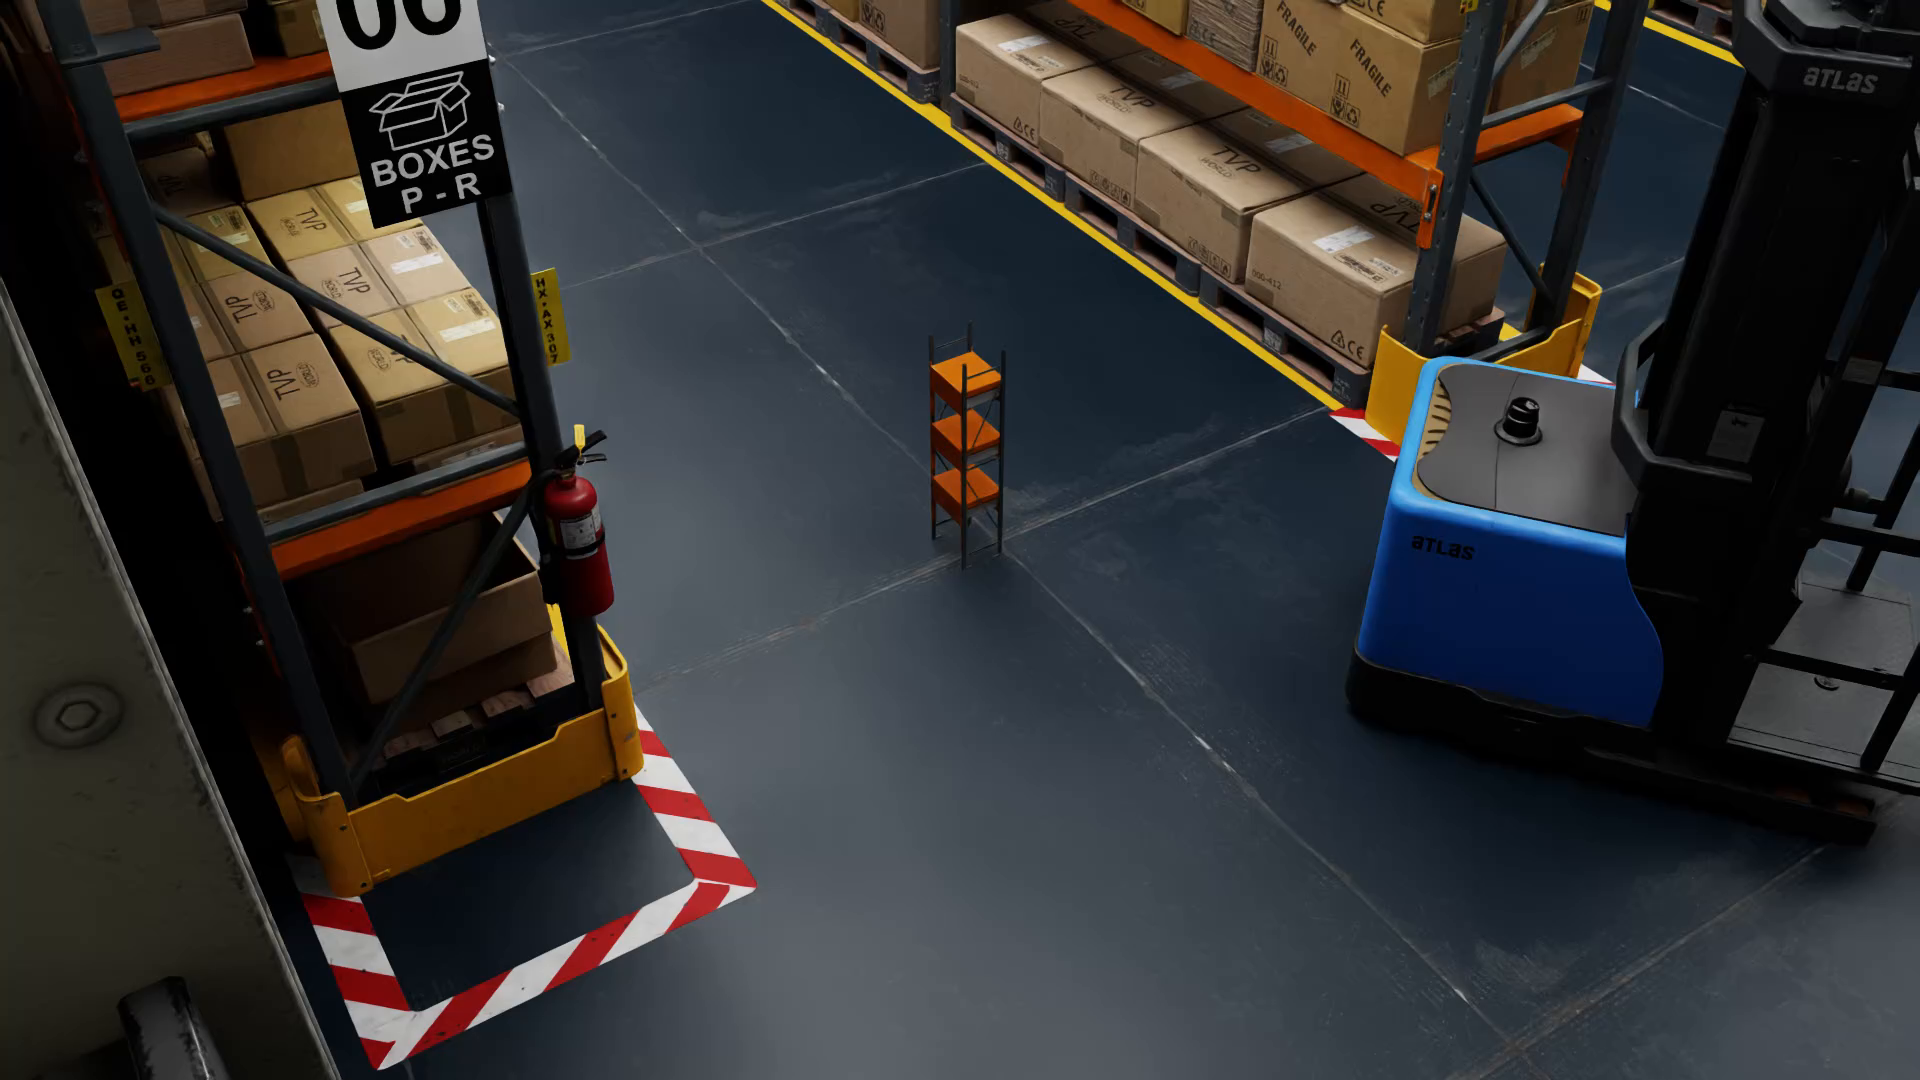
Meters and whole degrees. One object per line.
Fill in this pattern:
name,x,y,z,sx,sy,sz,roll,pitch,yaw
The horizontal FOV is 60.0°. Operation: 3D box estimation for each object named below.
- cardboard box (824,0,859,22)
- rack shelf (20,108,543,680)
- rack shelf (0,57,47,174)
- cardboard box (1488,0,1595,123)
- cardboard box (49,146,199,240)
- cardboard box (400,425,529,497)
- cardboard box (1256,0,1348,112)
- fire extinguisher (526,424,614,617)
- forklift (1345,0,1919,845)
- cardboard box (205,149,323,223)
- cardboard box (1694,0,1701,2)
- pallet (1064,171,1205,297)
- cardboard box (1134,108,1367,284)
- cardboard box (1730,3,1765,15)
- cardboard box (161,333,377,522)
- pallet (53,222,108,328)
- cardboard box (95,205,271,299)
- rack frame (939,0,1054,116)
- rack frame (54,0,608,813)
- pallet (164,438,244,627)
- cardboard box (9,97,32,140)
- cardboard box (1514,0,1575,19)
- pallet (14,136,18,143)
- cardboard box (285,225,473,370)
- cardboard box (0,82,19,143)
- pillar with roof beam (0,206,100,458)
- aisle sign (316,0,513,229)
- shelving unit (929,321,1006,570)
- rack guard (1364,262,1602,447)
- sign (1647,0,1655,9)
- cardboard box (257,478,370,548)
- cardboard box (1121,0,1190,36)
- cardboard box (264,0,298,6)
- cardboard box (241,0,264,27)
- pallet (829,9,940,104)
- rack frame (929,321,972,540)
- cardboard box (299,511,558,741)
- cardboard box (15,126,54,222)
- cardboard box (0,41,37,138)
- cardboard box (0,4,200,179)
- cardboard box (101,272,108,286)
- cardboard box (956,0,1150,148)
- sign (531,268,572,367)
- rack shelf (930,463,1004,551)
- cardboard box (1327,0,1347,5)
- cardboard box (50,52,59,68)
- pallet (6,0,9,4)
cardboard box,-0.566,-4.155,11.225,0.875,0.875,0.875,-21,44,-23
rack shelf,-2.780,-0.952,6.611,1.077,0.370,4.000,-22,45,-24
rack shelf,-4.931,-3.111,9.202,1.077,0.370,4.000,-22,45,-24
cardboard box,2.462,-2.256,7.536,0.500,0.500,0.500,-23,45,-25
cardboard box,-3.266,-1.457,6.540,0.500,0.250,0.500,-21,44,-23
cardboard box,-1.650,-0.324,5.492,0.380,0.149,0.250,-23,45,-25
cardboard box,1.739,-2.343,7.641,0.500,0.500,0.500,-23,45,-25
fire extinguisher,-1.236,-0.056,5.325,0.296,0.674,0.183,-22,45,-24
forklift,3.061,-0.424,5.469,3.031,2.935,1.130,13,42,15
cardboard box,-2.561,-1.356,6.419,0.500,0.250,0.500,-23,45,-25
cardboard box,5.103,-3.849,11.425,0.380,0.149,0.250,-23,45,-26
pallet,1.330,-1.851,9.306,1.003,0.211,1.213,-22,45,-24
cardboard box,1.540,-1.849,8.800,0.875,0.438,0.875,-21,44,-23
cardboard box,5.382,-3.572,11.092,0.380,0.149,0.250,-21,44,-24
cardboard box,-2.176,-0.362,5.227,0.500,0.250,0.500,-21,44,-23
pallet,-4.325,-1.662,9.080,1.003,0.211,1.213,-22,45,-24
cardboard box,-2.714,-0.910,5.884,0.500,0.250,0.500,-21,44,-23
rack frame,0.327,-4.018,9.729,1.000,3.000,0.127,-22,45,-24
rack frame,-1.705,-0.149,5.085,1.000,3.000,0.127,-22,45,-24
pallet,-2.827,-0.206,7.333,1.003,0.211,1.213,-22,45,-24
cardboard box,-4.741,-2.255,8.731,0.380,0.149,0.250,-24,46,-26
cardboard box,2.460,-2.639,7.215,0.500,0.500,0.500,-23,45,-25
pallet,-5.637,-2.979,10.661,1.003,0.211,1.213,-22,45,-24
cardboard box,-1.993,-0.815,5.770,0.500,0.250,0.500,-22,44,-24
cardboard box,-5.197,-2.513,9.547,0.500,0.500,0.500,-24,45,-26
pillar with roof beam,-0.611,-5.408,6.711,9.100,9.000,0.400,-22,45,-24
aisle sign,-1.421,-1.212,4.330,0.394,0.787,0.004,-22,45,-24
shelving unit,0.029,-0.374,6.879,0.215,1.050,0.252,-22,45,-24
rack guard,2.491,-0.886,7.923,1.175,0.500,0.348,-22,45,-24
sign,2.949,-2.410,7.061,0.100,0.325,0.005,-22,45,-24
cardboard box,-2.109,-0.139,5.270,0.380,0.149,0.250,-23,45,-25
cardboard box,1.165,-2.892,8.299,0.500,0.500,0.500,-21,44,-23
cardboard box,-1.713,-1.691,4.478,0.500,0.250,0.500,-23,45,-25
cardboard box,-1.843,-1.589,4.667,0.380,0.149,0.250,-21,44,-24
pallet,-0.151,-3.338,11.090,1.003,0.211,1.213,-22,45,-24
rack frame,-0.037,-0.440,6.958,0.200,1.050,0.008,-22,45,-24
cardboard box,-1.954,0.286,6.185,0.797,0.503,0.637,-24,45,-26
cardboard box,-4.628,-1.943,8.863,0.500,0.500,0.500,-24,45,-26
cardboard box,-3.817,-2.004,7.197,0.500,0.250,0.500,-23,45,-25
cardboard box,-3.279,-1.757,6.315,0.500,0.500,0.500,-23,45,-26
cardboard box,-2.981,-0.953,6.246,0.380,0.149,0.250,-22,45,-25
cardboard box,0.575,-2.820,9.964,0.875,0.438,0.875,-23,45,-25
sign,-1.247,-0.668,5.033,0.100,0.325,0.005,-22,45,-24
rack shelf,0.029,-0.153,7.064,0.215,0.259,0.240,-22,45,-24
cardboard box,1.712,-2.732,7.326,0.500,0.500,0.500,-22,45,-24
cardboard box,-2.266,-1.419,4.463,0.380,0.149,0.250,-21,44,-24
pallet,-4.193,-2.703,8.300,1.003,0.211,1.213,-22,45,-24
